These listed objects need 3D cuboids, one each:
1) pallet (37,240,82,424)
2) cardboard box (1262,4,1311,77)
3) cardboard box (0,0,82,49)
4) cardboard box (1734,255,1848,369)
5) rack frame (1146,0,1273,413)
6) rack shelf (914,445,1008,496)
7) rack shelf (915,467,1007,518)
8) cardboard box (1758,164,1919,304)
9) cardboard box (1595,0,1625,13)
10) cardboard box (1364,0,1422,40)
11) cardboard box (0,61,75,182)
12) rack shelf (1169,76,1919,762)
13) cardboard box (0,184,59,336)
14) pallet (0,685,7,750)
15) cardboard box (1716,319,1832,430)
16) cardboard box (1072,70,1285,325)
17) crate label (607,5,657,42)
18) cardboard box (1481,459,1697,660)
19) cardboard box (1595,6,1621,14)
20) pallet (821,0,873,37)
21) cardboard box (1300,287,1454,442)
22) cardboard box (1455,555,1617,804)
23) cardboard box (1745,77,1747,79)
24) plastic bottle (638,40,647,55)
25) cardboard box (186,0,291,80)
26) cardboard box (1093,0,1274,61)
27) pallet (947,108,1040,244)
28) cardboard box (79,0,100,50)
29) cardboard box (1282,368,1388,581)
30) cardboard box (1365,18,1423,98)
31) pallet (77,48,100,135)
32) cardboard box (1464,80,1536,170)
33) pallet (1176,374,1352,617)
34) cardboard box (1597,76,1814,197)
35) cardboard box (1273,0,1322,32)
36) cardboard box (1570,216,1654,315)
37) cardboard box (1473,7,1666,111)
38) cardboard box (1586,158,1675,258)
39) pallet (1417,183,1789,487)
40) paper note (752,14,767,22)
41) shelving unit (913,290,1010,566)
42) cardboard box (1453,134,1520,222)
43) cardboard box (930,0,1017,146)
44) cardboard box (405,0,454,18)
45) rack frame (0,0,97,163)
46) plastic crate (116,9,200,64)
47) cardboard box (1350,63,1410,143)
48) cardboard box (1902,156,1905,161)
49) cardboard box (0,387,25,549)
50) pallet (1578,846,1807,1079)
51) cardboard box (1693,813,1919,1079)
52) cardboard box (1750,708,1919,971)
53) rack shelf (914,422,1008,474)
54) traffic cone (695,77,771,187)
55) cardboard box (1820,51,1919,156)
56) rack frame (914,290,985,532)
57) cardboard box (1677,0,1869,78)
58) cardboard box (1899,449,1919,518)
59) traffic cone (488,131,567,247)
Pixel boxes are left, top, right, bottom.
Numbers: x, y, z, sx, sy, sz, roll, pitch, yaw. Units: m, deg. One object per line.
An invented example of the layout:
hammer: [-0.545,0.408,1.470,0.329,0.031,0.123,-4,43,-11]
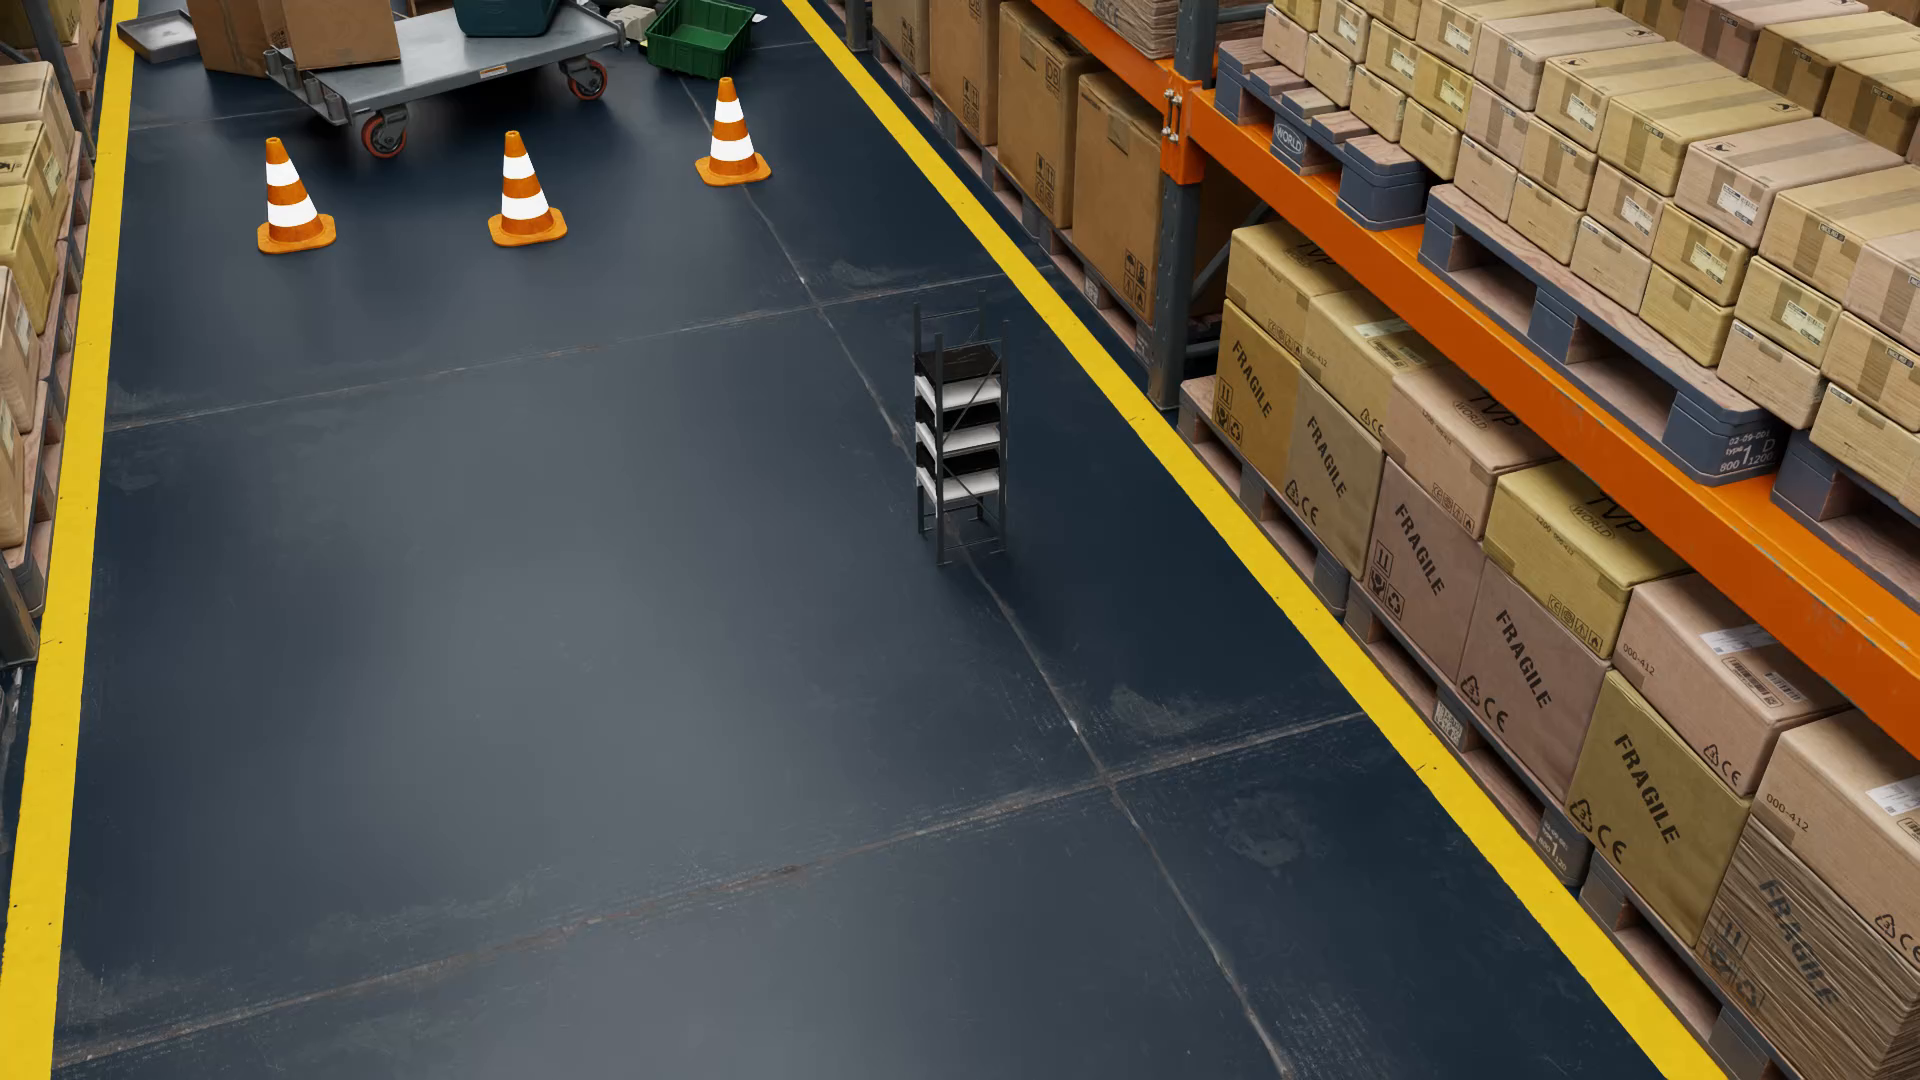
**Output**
pallet: [-4.077,-0.759,6.582,1.003,0.211,1.213,-12,39,-16]
cardboard box: [1.184,-1.597,5.237,0.380,0.149,0.250,-13,39,-17]
cardboard box: [-4.720,-2.760,8.235,0.500,0.500,0.500,-11,38,-14]
cardboard box: [1.912,-0.525,3.567,0.380,0.149,0.250,-14,39,-18]
rack frame: [1.219,-1.825,5.679,1.000,3.000,0.127,-12,39,-16]
rack shelf: [0.003,-0.256,5.547,0.258,0.077,0.200,-12,39,-16]
rack shelf: [0.003,-0.184,5.602,0.258,0.077,0.200,-12,39,-16]
cardboard box: [1.922,-0.642,3.475,0.380,0.149,0.250,-14,39,-17]
cardboard box: [1.993,-1.657,4.822,0.380,0.149,0.250,-11,38,-15]
cardboard box: [1.371,-1.538,4.664,0.380,0.149,0.250,-13,39,-16]
cardboard box: [-4.588,-1.825,7.514,0.950,0.372,0.625,-12,39,-15]
rack shelf: [1.907,-0.407,4.396,1.077,0.370,4.000,-12,39,-16]
cardboard box: [-4.096,-1.027,6.455,0.950,0.372,0.625,-11,38,-14]
pallet: [-3.193,0.832,4.470,1.003,0.211,1.213,-12,39,-16]
cardboard box: [1.912,-0.401,3.649,0.380,0.149,0.250,-14,39,-18]
cardboard box: [1.094,-1.456,6.711,1.050,0.750,0.750,-13,39,-17]
crate label: [-1.892,-2.987,9.601,0.250,0.136,0.298,19,41,23]
cardboard box: [1.742,0.009,4.350,0.500,0.250,0.500,-14,39,-18]
cardboard box: [2.003,-1.527,4.897,0.380,0.149,0.250,-12,39,-15]
pallet: [-0.346,-3.416,10.110,1.003,0.211,1.213,-12,39,-16]
cardboard box: [1.404,-0.567,5.115,0.500,0.250,0.500,-13,39,-16]
cardboard box: [1.756,0.319,4.562,0.500,0.500,0.500,-13,39,-17]
cardboard box: [2.172,-1.245,4.522,0.380,0.149,0.250,-13,39,-16]
plastic bottle: [-1.670,-2.754,9.355,0.283,0.061,0.133,27,44,31]
cardboard box: [-3.861,-2.892,9.172,0.500,0.500,0.500,12,39,16]
cardboard box: [0.812,-2.063,5.913,0.500,0.500,0.500,-12,39,-16]
pallet: [0.602,-1.860,8.044,1.003,0.211,1.213,-12,39,-16]
cardboard box: [-4.914,-2.760,8.858,0.500,0.250,0.500,-10,38,-13]
cardboard box: [1.399,-0.258,5.328,0.500,0.500,0.500,-12,39,-15]
cardboard box: [1.387,-1.393,4.719,0.380,0.149,0.250,-14,39,-17]
pallet: [-5.035,-2.260,8.576,1.003,0.211,1.213,-12,39,-16]
cardboard box: [1.559,-1.110,4.343,0.380,0.149,0.250,-12,39,-16]
pallet: [1.487,-0.269,5.932,1.003,0.211,1.213,-12,39,-16]
cardboard box: [1.732,-0.945,3.876,0.380,0.149,0.250,-13,39,-17]
cardboard box: [1.197,-1.696,5.121,0.380,0.149,0.250,-11,38,-14]
cardboard box: [1.730,-0.702,4.048,0.380,0.149,0.250,-14,39,-17]
cardboard box: [1.557,-1.235,4.262,0.380,0.149,0.250,-11,38,-14]
cardboard box: [1.738,-0.817,3.954,0.380,0.149,0.250,-11,38,-14]
pallet: [1.939,-0.638,4.264,1.003,0.211,1.213,-12,39,-16]
paper note: [-1.239,-3.091,9.827,0.142,0.020,0.147,19,41,23]
shelving unit: [0.003,-0.355,5.473,0.258,0.900,0.210,-12,39,-16]
cardboard box: [1.557,-0.991,4.433,0.380,0.149,0.250,-11,38,-14]
cardboard box: [0.469,-2.476,8.064,1.050,0.750,0.750,-12,39,-16]
cardboard box: [-2.836,-3.324,9.632,0.797,0.637,0.503,-12,39,-16]
rack frame: [-4.770,-3.002,7.243,1.000,3.000,0.127,-12,39,-16]
plastic crate: [-4.541,-2.893,9.524,0.402,0.080,0.583,-27,45,-31]
cardboard box: [1.369,-1.293,4.834,0.380,0.149,0.250,-11,38,-14]
cardboard box: [2.352,-0.952,4.133,0.380,0.149,0.250,-13,39,-17]
cardboard box: [-3.579,-0.182,5.334,0.950,0.372,0.625,-15,40,-19]
pallet: [2.326,1.109,4.102,1.003,0.211,1.213,-12,39,-16]
cardboard box: [2.104,0.900,3.791,0.500,0.500,0.500,-13,39,-17]
cardboard box: [2.102,0.598,3.568,0.500,0.250,0.500,-13,39,-17]
rack shelf: [0.003,-0.328,5.493,0.258,0.077,0.200,-12,39,-16]
traffic cone: [-1.114,-2.001,8.021,0.336,0.463,0.334,-12,39,-16]
cardboard box: [2.350,-1.069,4.042,0.380,0.149,0.250,-11,38,-15]
rack frame: [-0.032,-0.412,5.549,0.240,0.900,0.006,-12,39,-16]
cardboard box: [2.165,-1.370,4.441,0.380,0.149,0.250,-12,39,-16]
cardboard box: [2.099,-0.103,3.254,0.380,0.149,0.250,-13,39,-16]
traffic cone: [-1.990,-1.622,7.518,0.336,0.463,0.334,-12,39,-16]
